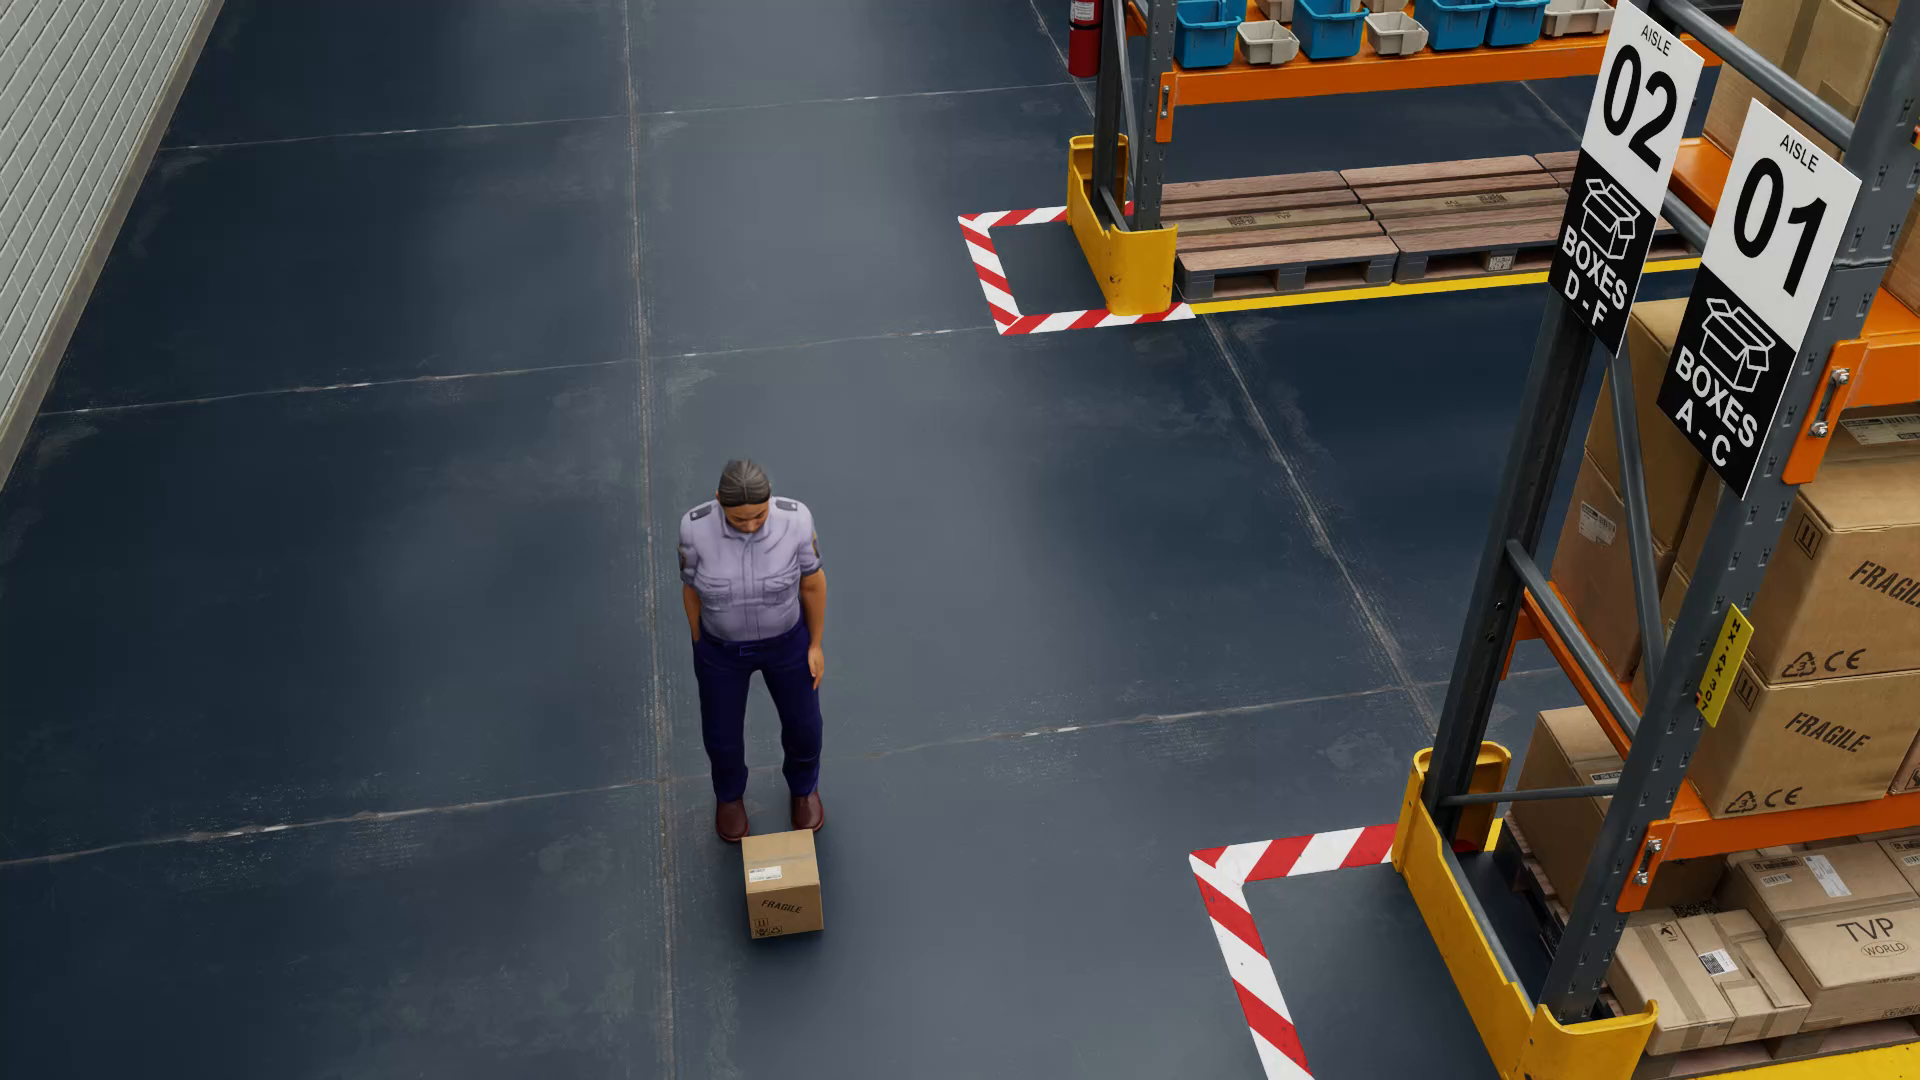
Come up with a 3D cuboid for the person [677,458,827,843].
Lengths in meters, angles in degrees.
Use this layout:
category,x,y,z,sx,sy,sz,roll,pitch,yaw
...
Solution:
category,x,y,z,sx,sy,sz,roll,pitch,yaw
person,-0.690,0.364,5.737,0.483,1.631,0.352,-6,39,-7
